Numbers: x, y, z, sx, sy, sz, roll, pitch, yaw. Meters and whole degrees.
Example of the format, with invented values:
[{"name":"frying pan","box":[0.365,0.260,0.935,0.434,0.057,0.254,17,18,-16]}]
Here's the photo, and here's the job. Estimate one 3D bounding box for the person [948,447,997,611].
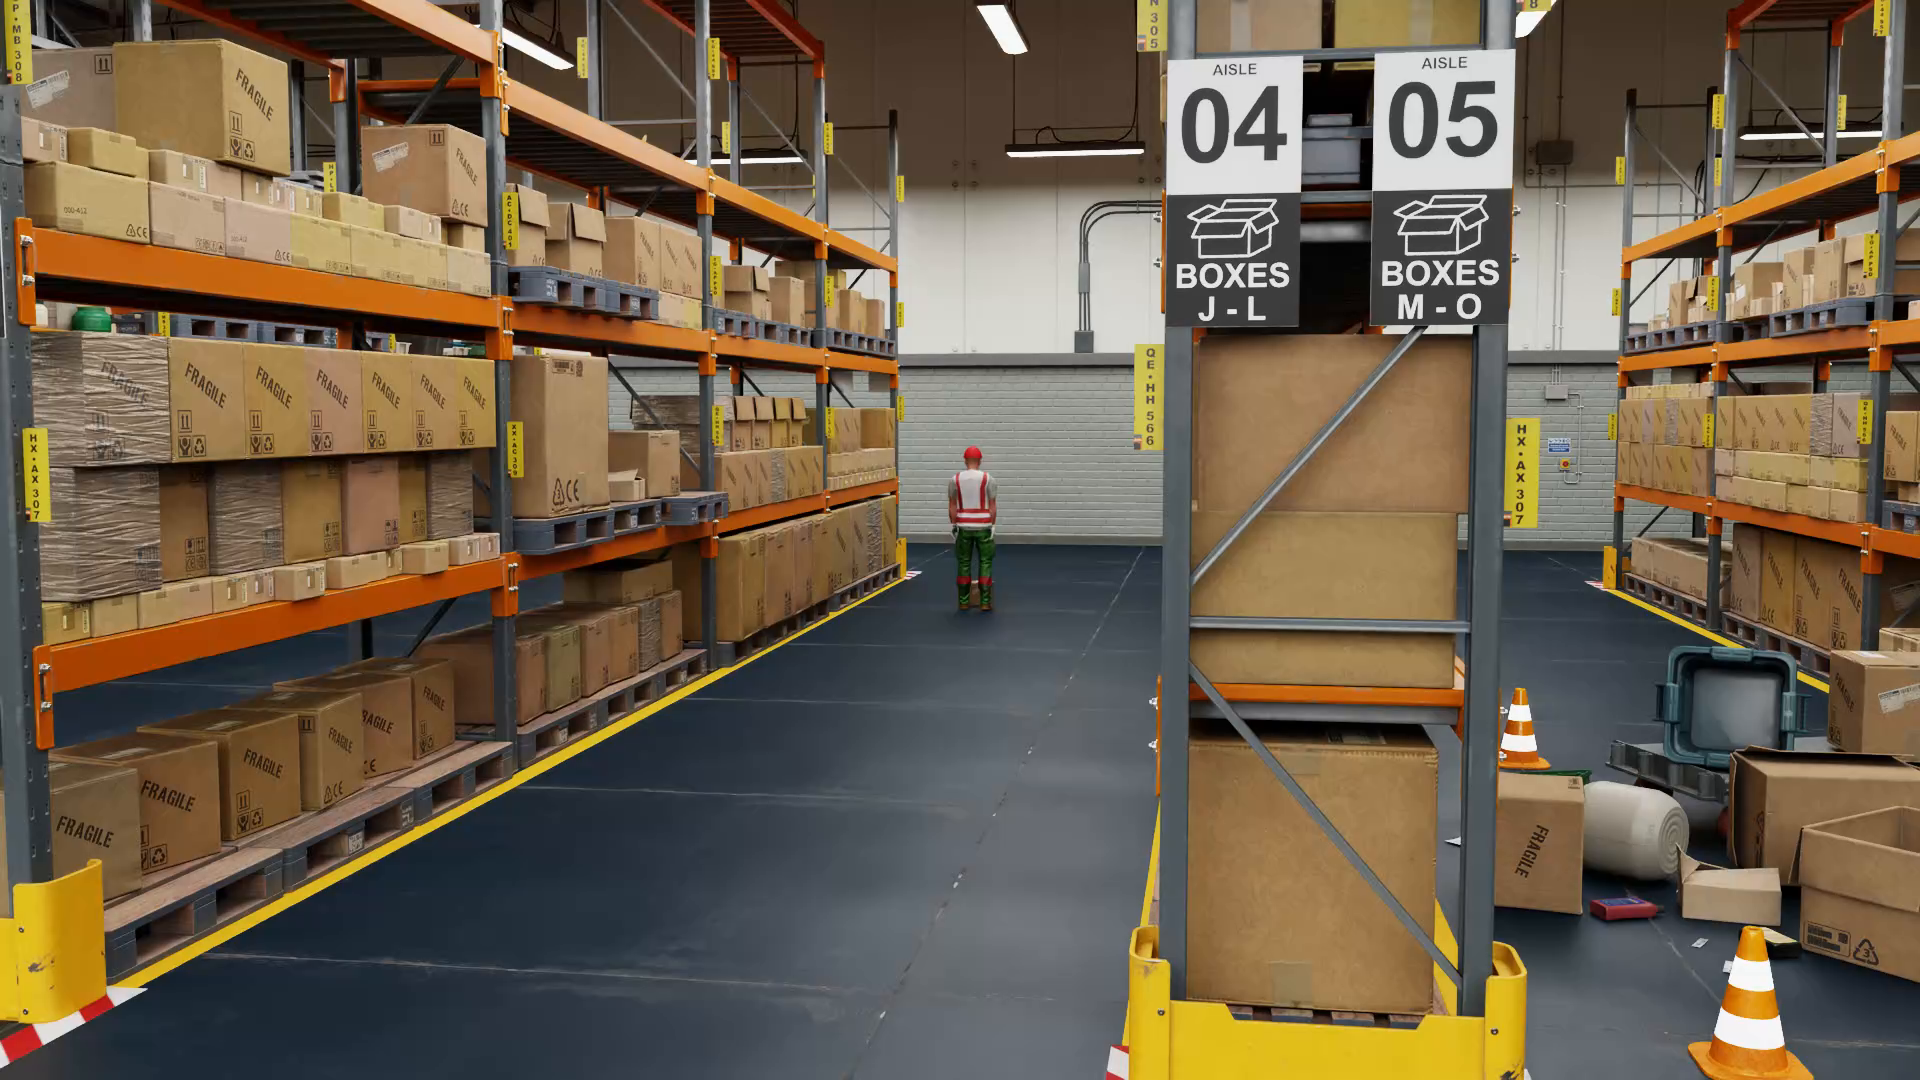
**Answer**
[{"name":"person","box":[0.142,-0.125,18.142,0.529,1.777,0.364,1,4,10]}]
